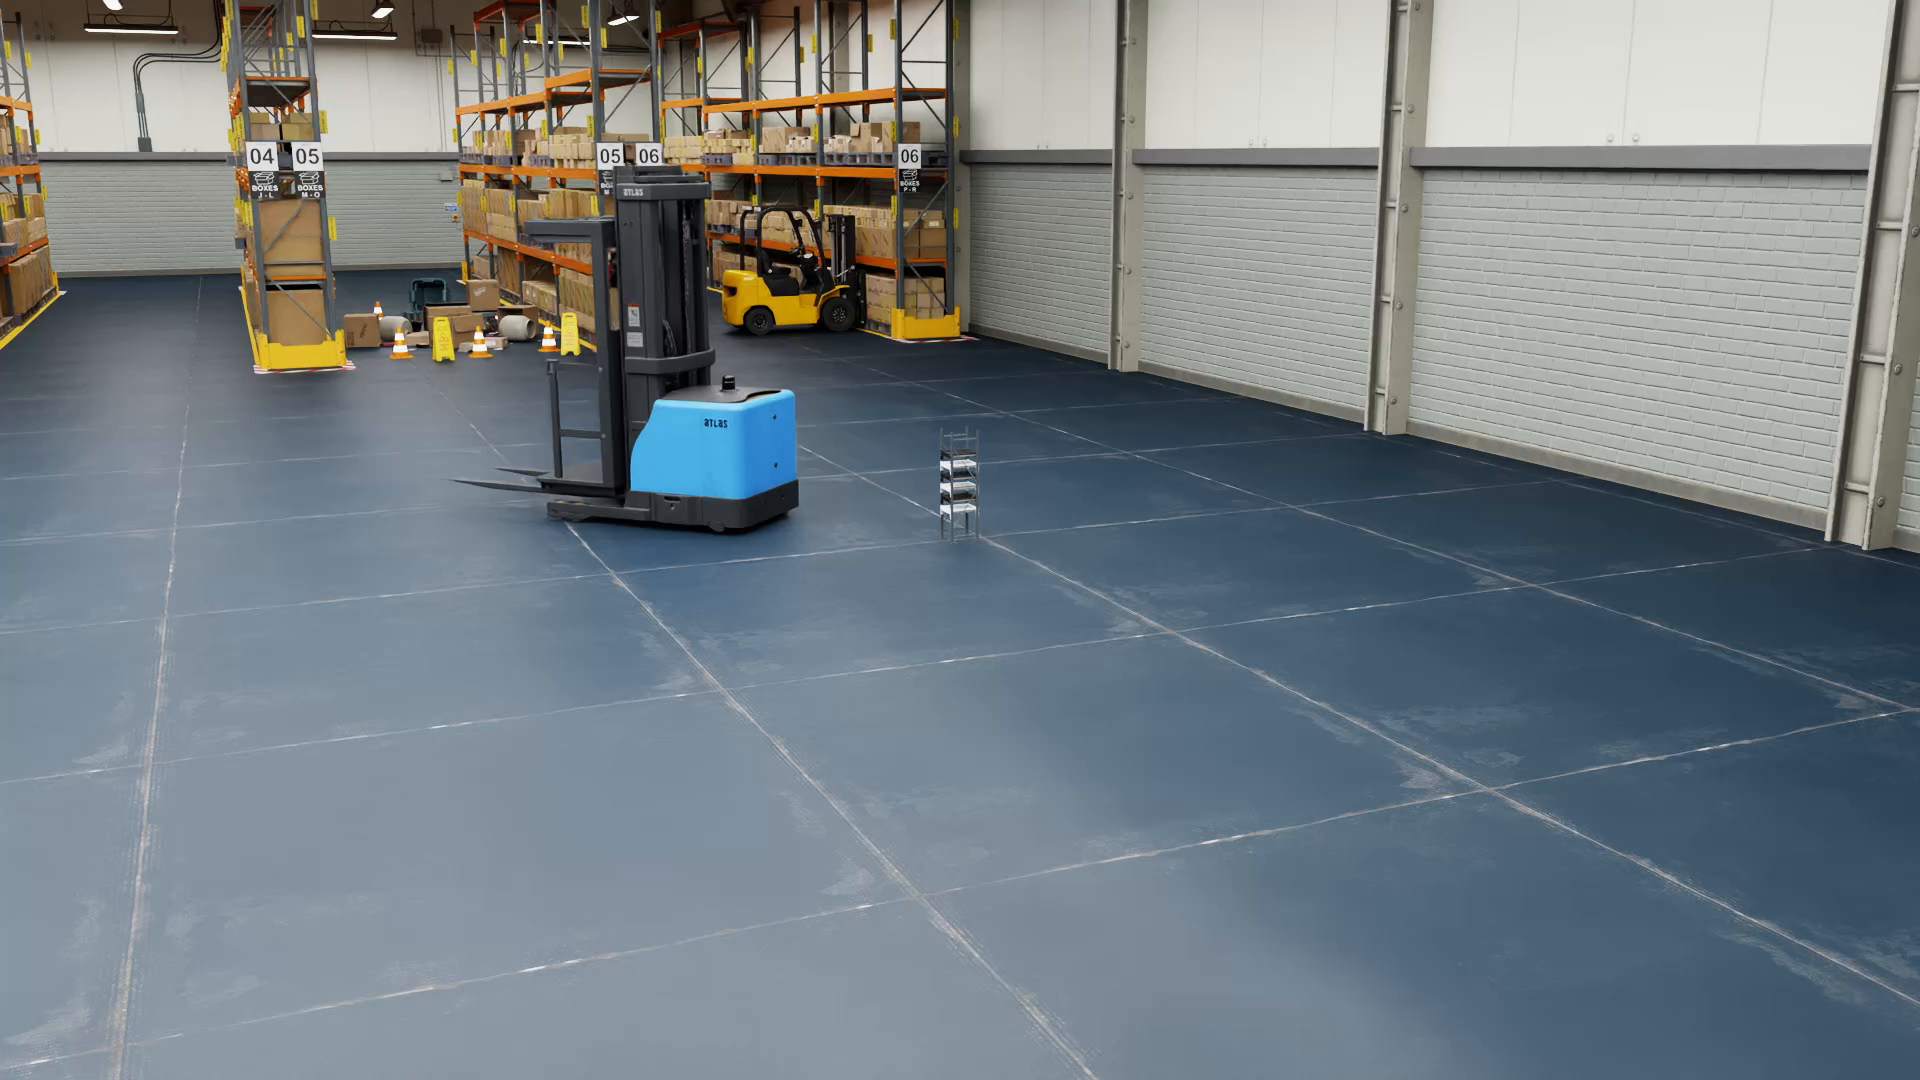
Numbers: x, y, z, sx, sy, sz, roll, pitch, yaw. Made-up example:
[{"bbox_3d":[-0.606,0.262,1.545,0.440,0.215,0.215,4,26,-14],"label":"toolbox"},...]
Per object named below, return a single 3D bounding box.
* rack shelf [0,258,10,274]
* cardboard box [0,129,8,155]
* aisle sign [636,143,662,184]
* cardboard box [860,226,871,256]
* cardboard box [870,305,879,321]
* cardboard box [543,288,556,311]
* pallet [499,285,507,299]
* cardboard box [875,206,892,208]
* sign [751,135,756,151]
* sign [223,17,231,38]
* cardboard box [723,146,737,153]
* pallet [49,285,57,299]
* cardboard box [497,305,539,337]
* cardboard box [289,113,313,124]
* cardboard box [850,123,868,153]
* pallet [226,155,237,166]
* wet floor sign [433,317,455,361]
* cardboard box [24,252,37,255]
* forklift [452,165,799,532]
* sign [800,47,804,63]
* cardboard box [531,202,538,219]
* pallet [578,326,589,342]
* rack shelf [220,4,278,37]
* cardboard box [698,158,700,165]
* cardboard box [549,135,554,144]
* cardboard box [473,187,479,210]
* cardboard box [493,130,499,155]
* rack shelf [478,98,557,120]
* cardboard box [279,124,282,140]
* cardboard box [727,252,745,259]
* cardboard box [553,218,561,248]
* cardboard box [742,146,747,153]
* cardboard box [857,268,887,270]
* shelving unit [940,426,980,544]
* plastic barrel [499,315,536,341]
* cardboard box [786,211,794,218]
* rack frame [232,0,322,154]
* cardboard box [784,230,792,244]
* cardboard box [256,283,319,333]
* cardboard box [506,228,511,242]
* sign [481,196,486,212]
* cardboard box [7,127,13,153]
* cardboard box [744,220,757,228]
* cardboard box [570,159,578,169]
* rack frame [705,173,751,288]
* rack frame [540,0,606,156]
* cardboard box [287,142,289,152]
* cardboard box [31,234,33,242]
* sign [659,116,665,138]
[{"bbox_3d":[-16.619,-4.474,27.644,1.077,0.370,4.000,-6,14,-23],"label":"rack shelf"},{"bbox_3d":[-18.781,-7.660,32.008,0.700,0.500,0.500,-5,14,-22],"label":"cardboard box"},{"bbox_3d":[-4.827,-5.762,25.847,0.394,0.787,0.004,-6,14,-23],"label":"aisle sign"},{"bbox_3d":[-1.432,-5.270,29.265,0.500,0.500,0.500,-6,14,-24],"label":"cardboard box"},{"bbox_3d":[-1.257,-3.966,29.021,0.500,0.250,0.500,-6,14,-23],"label":"cardboard box"},{"bbox_3d":[-7.241,-4.487,31.002,0.950,0.372,0.625,-5,14,-19],"label":"cardboard box"},{"bbox_3d":[-9.564,-5.448,36.442,1.003,0.211,1.213,-6,14,-23],"label":"pallet"},{"bbox_3d":[-1.363,-6.016,30.391,0.380,0.149,0.250,-6,14,-24],"label":"cardboard box"},{"bbox_3d":[-4.292,-8.247,34.550,0.100,0.325,0.005,-6,14,-23],"label":"sign"},{"bbox_3d":[-11.725,-8.203,26.610,0.100,0.325,0.005,-6,14,-23],"label":"sign"},{"bbox_3d":[-5.001,-8.588,36.574,0.380,0.149,0.250,-5,14,-22],"label":"cardboard box"},{"bbox_3d":[-20.233,-5.374,36.121,1.003,0.211,1.213,-6,14,-23],"label":"pallet"},{"bbox_3d":[-7.555,-3.746,28.439,0.500,0.500,0.500,4,14,16],"label":"cardboard box"},{"bbox_3d":[-9.473,-6.091,24.016,0.380,0.149,0.250,-5,14,-22],"label":"cardboard box"},{"bbox_3d":[-1.508,-7.109,29.397,0.797,0.503,0.637,-5,14,-21],"label":"cardboard box"},{"bbox_3d":[-13.869,-7.510,32.930,1.213,0.211,1.003,-6,14,-23],"label":"pallet"},{"bbox_3d":[-7.805,-3.038,25.065,0.267,0.644,0.232,-9,16,-33],"label":"wet floor sign"},{"bbox_3d":[-19.214,-5.377,33.732,0.875,0.875,0.875,-6,14,-23],"label":"cardboard box"},{"bbox_3d":[-2.955,-1.683,14.140,3.031,2.935,1.130,5,14,21],"label":"forklift"},{"bbox_3d":[-3.286,-10.088,34.576,0.100,0.325,0.005,-6,14,-23],"label":"sign"},{"bbox_3d":[-7.745,-6.097,31.248,0.500,0.500,0.500,-6,14,-25],"label":"cardboard box"},{"bbox_3d":[-5.944,-3.560,28.283,1.003,0.211,1.213,-6,14,-23],"label":"pallet"},{"bbox_3d":[-15.239,-11.096,35.580,1.077,0.370,4.000,-6,14,-23],"label":"rack shelf"},{"bbox_3d":[-5.906,-8.846,38.843,0.380,0.149,0.250,-6,14,-23],"label":"cardboard box"},{"bbox_3d":[-6.911,-6.939,28.837,0.380,0.149,0.250,-6,14,-24],"label":"cardboard box"},{"bbox_3d":[-10.793,-7.778,37.883,0.500,0.500,0.500,-5,14,-22],"label":"cardboard box"},{"bbox_3d":[-9.312,-8.185,34.279,0.500,0.500,0.500,-5,14,-22],"label":"cardboard box"},{"bbox_3d":[-9.141,-8.923,34.451,1.077,0.370,4.000,-6,14,-23],"label":"rack shelf"},{"bbox_3d":[-9.793,-6.026,24.623,0.500,0.250,0.500,-6,14,-24],"label":"cardboard box"},{"bbox_3d":[-5.079,-6.455,37.783,0.380,0.149,0.250,-6,14,-24],"label":"cardboard box"},{"bbox_3d":[-6.817,-5.384,29.099,0.500,0.500,0.500,-6,14,-23],"label":"cardboard box"},{"bbox_3d":[-4.463,-8.375,35.701,0.380,0.149,0.250,-6,14,-23],"label":"cardboard box"},{"bbox_3d":[-1.600,-4.920,30.925,0.500,0.250,0.500,-6,14,-24],"label":"cardboard box"},{"bbox_3d":[-0.003,-0.440,13.276,0.258,0.900,0.210,-6,14,-23],"label":"shelving unit"},{"bbox_3d":[-7.350,-3.515,27.618,0.512,0.421,0.421,4,14,16],"label":"plastic barrel"},{"bbox_3d":[-3.248,-6.480,33.055,0.380,0.149,0.250,-6,14,-24],"label":"cardboard box"},{"bbox_3d":[-9.631,-6.935,23.376,1.000,3.000,0.127,-6,14,-23],"label":"rack frame"},{"bbox_3d":[-3.224,-6.078,33.310,0.500,0.250,0.500,-5,14,-21],"label":"cardboard box"},{"bbox_3d":[-10.317,-3.497,25.609,0.875,0.875,0.875,-6,14,-24],"label":"cardboard box"},{"bbox_3d":[-9.000,-6.245,34.033,0.500,0.250,0.500,-5,14,-22],"label":"cardboard box"},{"bbox_3d":[-10.450,-7.369,36.462,0.100,0.325,0.005,-6,14,-23],"label":"sign"},{"bbox_3d":[-19.602,-8.095,33.668,0.700,0.500,0.500,-5,14,-20],"label":"cardboard box"},{"bbox_3d":[-4.408,-6.765,35.574,0.380,0.149,0.250,-5,14,-22],"label":"cardboard box"},{"bbox_3d":[-6.191,-6.181,27.328,0.380,0.149,0.250,-6,14,-24],"label":"cardboard box"},{"bbox_3d":[-5.396,-7.408,38.727,1.000,3.000,0.127,-6,14,-23],"label":"rack frame"},{"bbox_3d":[-6.738,-8.229,28.969,1.000,3.000,0.127,-6,14,-23],"label":"rack frame"},{"bbox_3d":[-10.182,-6.069,25.692,0.380,0.149,0.250,-6,14,-23],"label":"cardboard box"},{"bbox_3d":[-18.942,-6.087,33.576,0.380,0.149,0.250,-6,14,-25],"label":"cardboard box"},{"bbox_3d":[-4.638,-6.416,25.850,0.100,0.325,0.005,-6,14,-23],"label":"sign"}]
